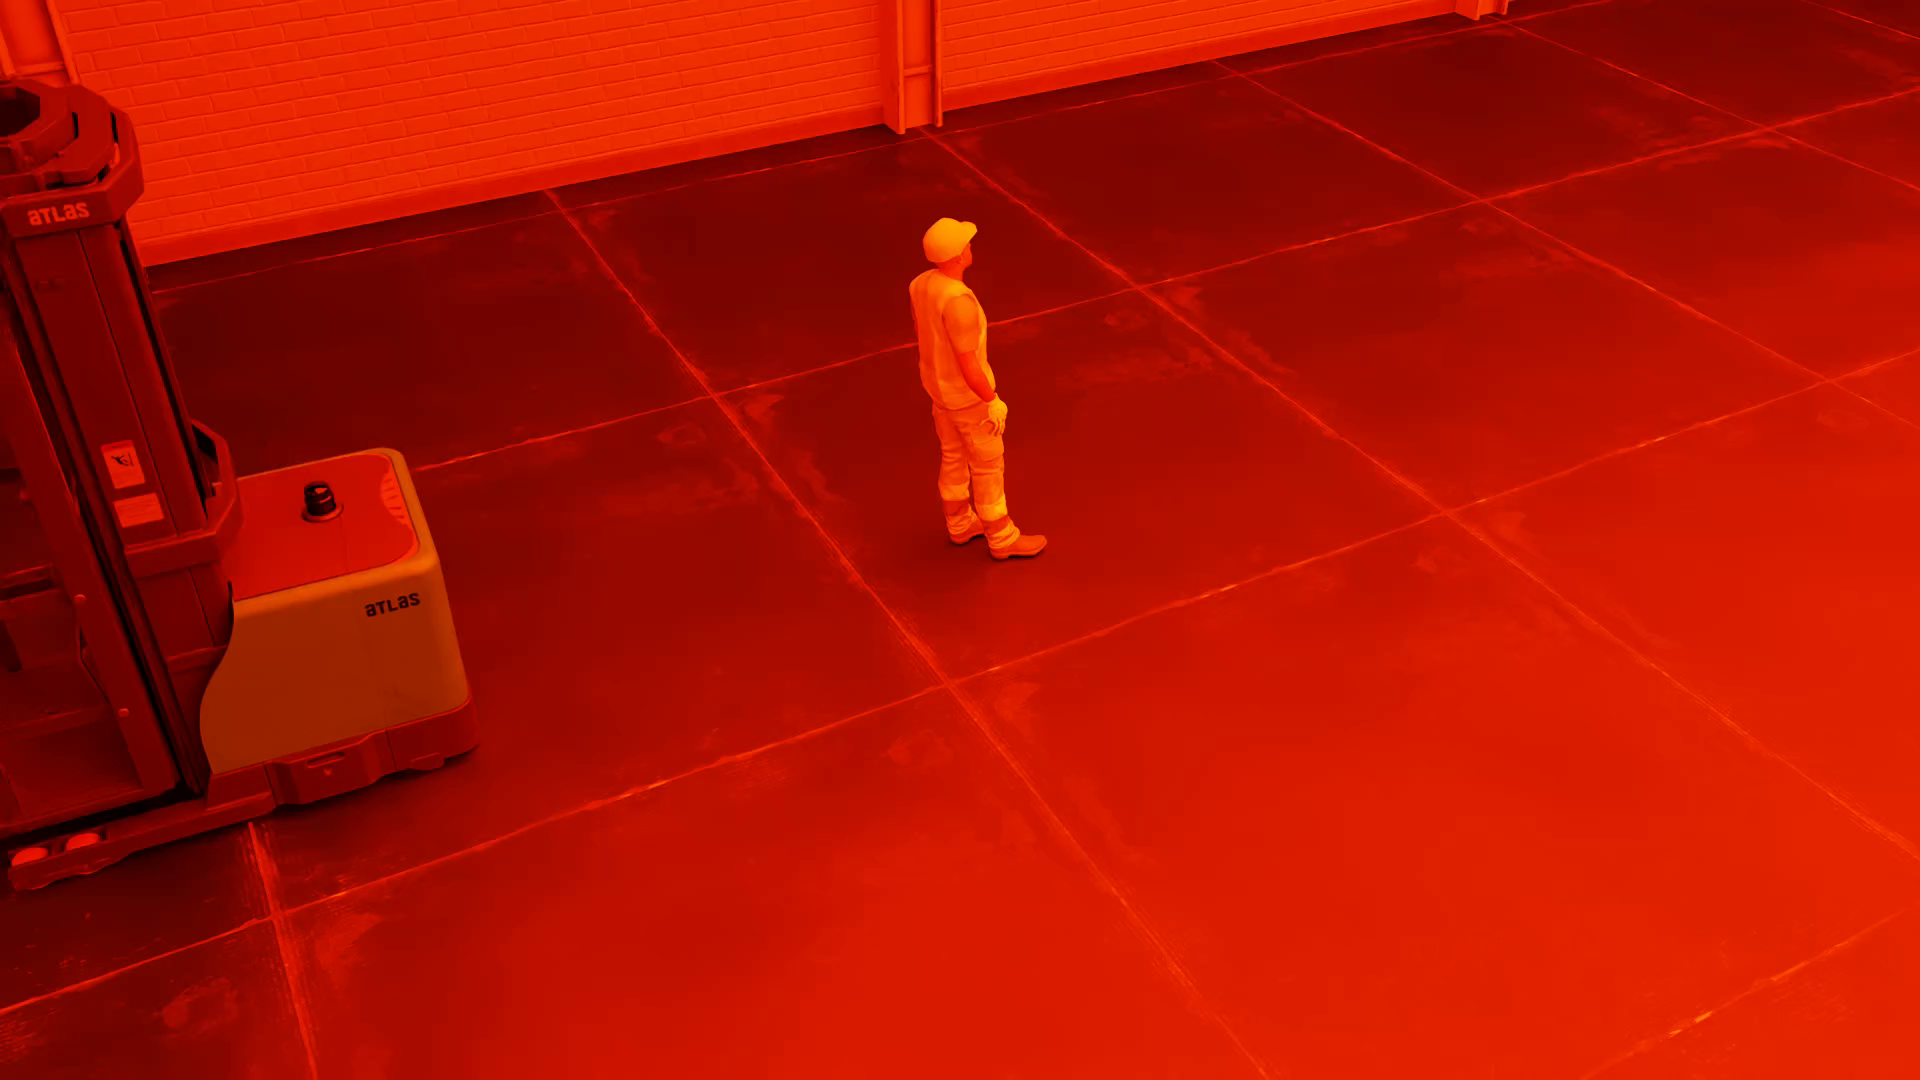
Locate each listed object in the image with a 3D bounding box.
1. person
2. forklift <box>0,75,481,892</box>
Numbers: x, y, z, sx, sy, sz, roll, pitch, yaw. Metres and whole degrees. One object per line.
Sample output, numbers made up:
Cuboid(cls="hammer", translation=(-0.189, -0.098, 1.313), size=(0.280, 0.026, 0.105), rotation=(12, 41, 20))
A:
Cuboid(cls="person", translation=(0.076, -0.752, 8.163), size=(0.564, 1.787, 0.637), rotation=(-17, 39, -23))
Cuboid(cls="forklift", translation=(-3.665, -0.144, 6.326), size=(3.031, 2.935, 1.130), rotation=(-15, 38, -20))
